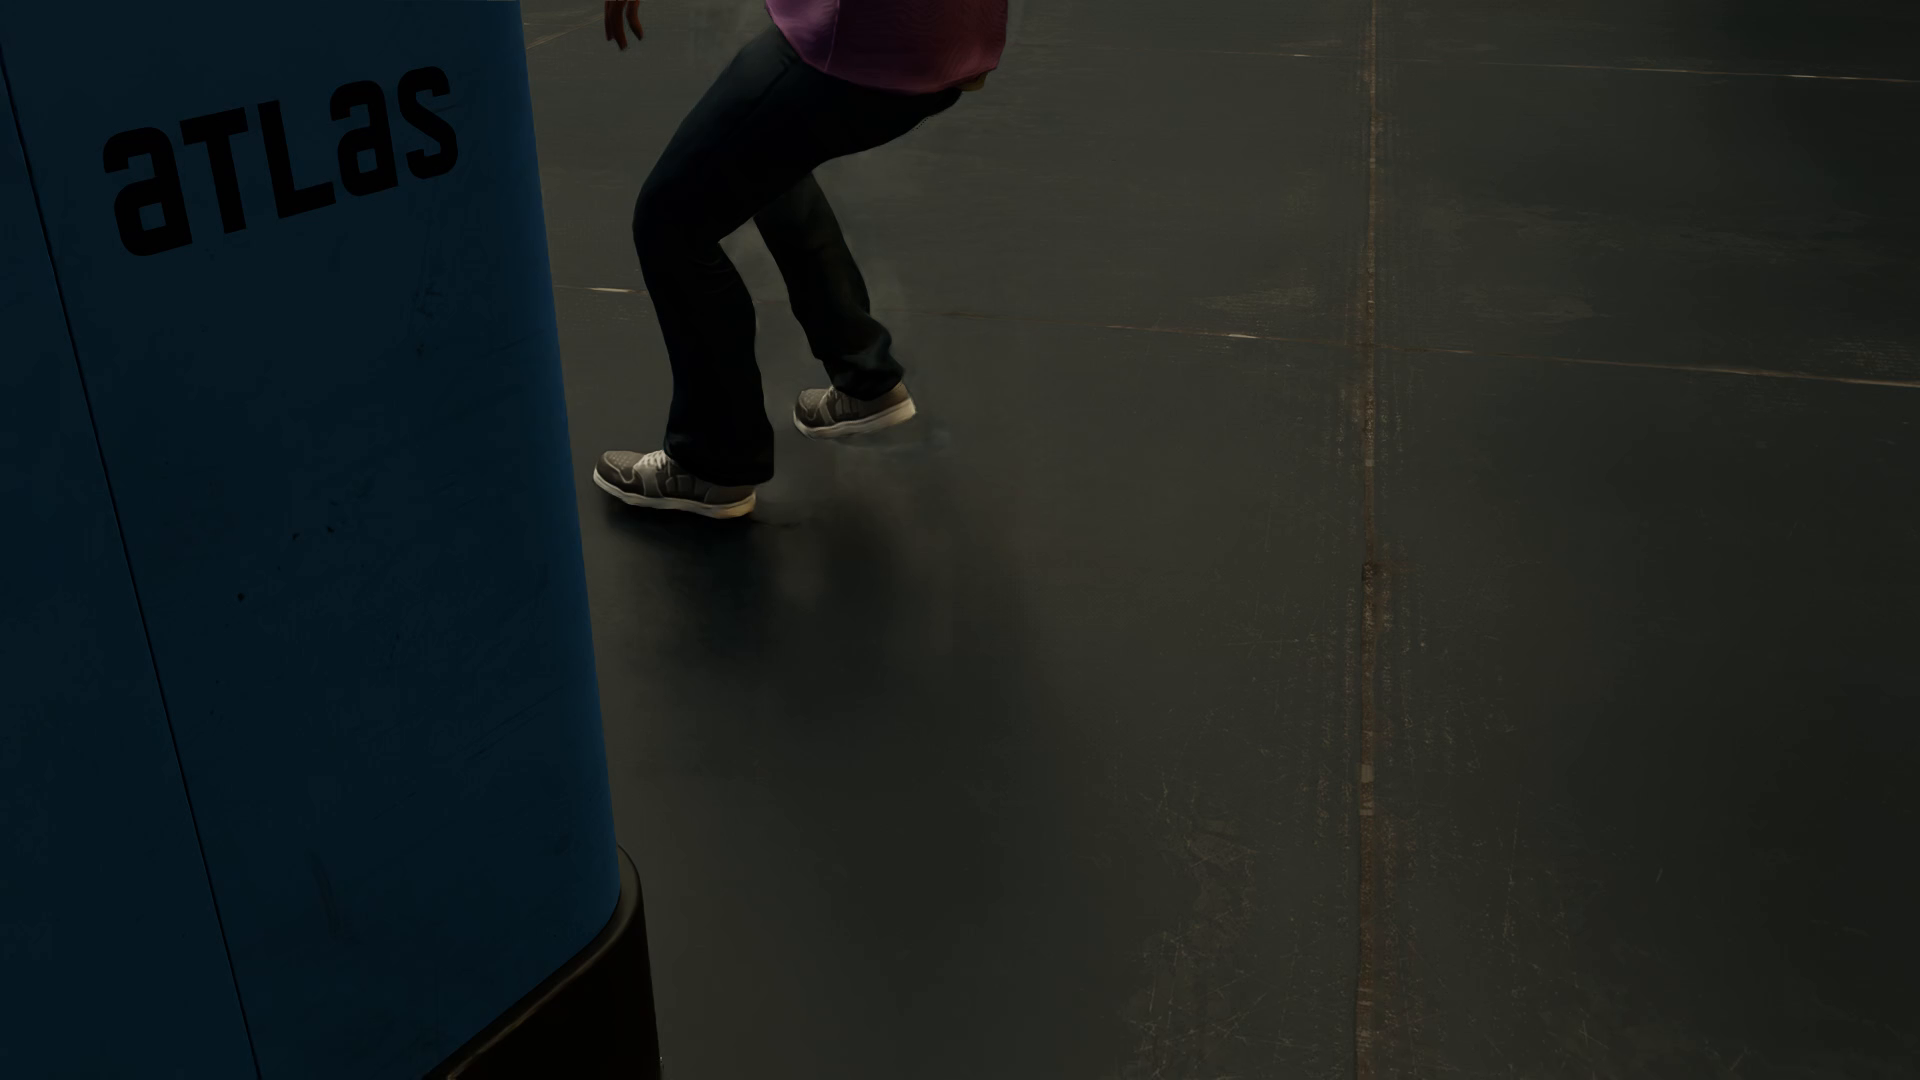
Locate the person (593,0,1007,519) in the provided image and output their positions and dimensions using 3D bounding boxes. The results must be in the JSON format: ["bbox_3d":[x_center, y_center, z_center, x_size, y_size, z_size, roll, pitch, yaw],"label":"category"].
[{"bbox_3d":[-0.249,-0.712,2.244,0.643,1.487,0.876,13,30,25],"label":"person"}]
